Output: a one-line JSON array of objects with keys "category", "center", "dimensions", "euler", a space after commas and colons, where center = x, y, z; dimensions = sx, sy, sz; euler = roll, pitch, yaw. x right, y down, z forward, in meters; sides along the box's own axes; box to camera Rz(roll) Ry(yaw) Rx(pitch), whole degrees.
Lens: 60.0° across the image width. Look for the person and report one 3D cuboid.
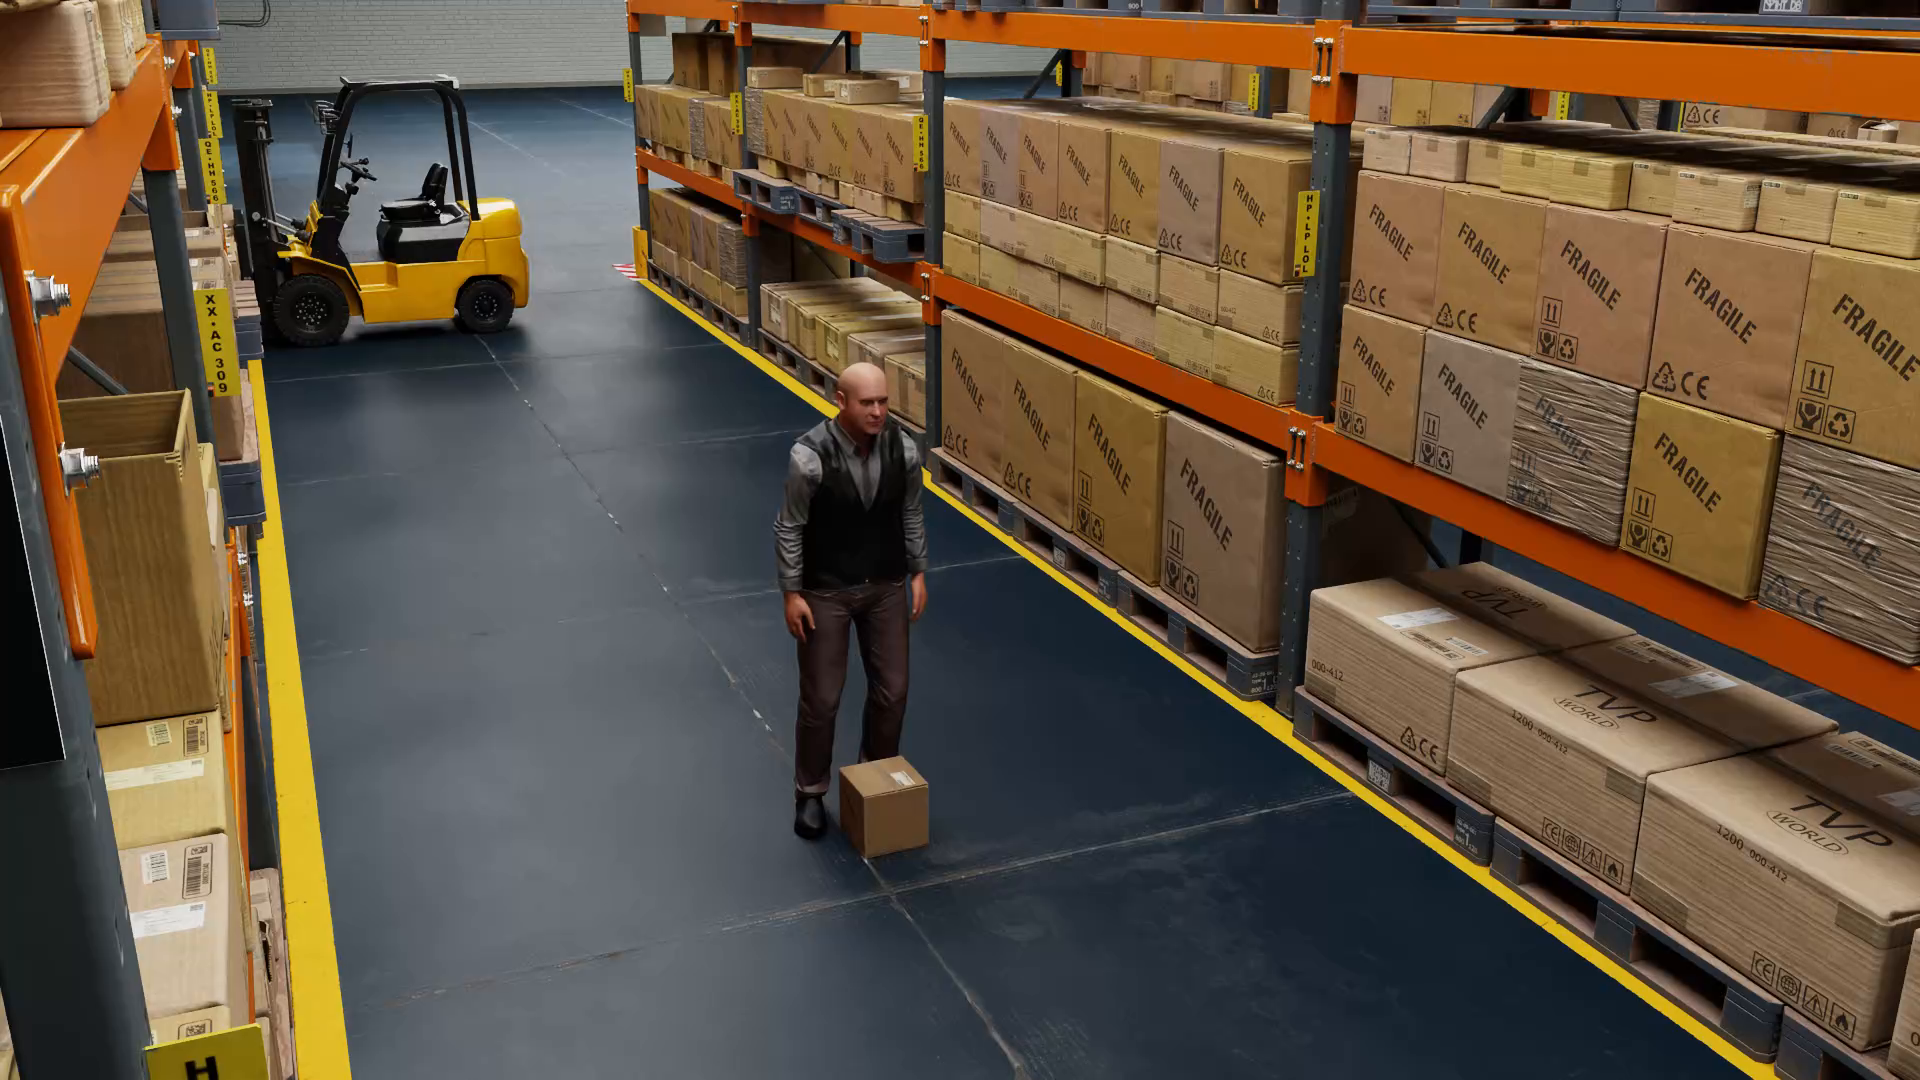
[{"category": "person", "center": [-0.379, 0.195, 6.025], "dimensions": [0.590, 1.720, 0.376], "euler": [-9, 21, -25]}]
